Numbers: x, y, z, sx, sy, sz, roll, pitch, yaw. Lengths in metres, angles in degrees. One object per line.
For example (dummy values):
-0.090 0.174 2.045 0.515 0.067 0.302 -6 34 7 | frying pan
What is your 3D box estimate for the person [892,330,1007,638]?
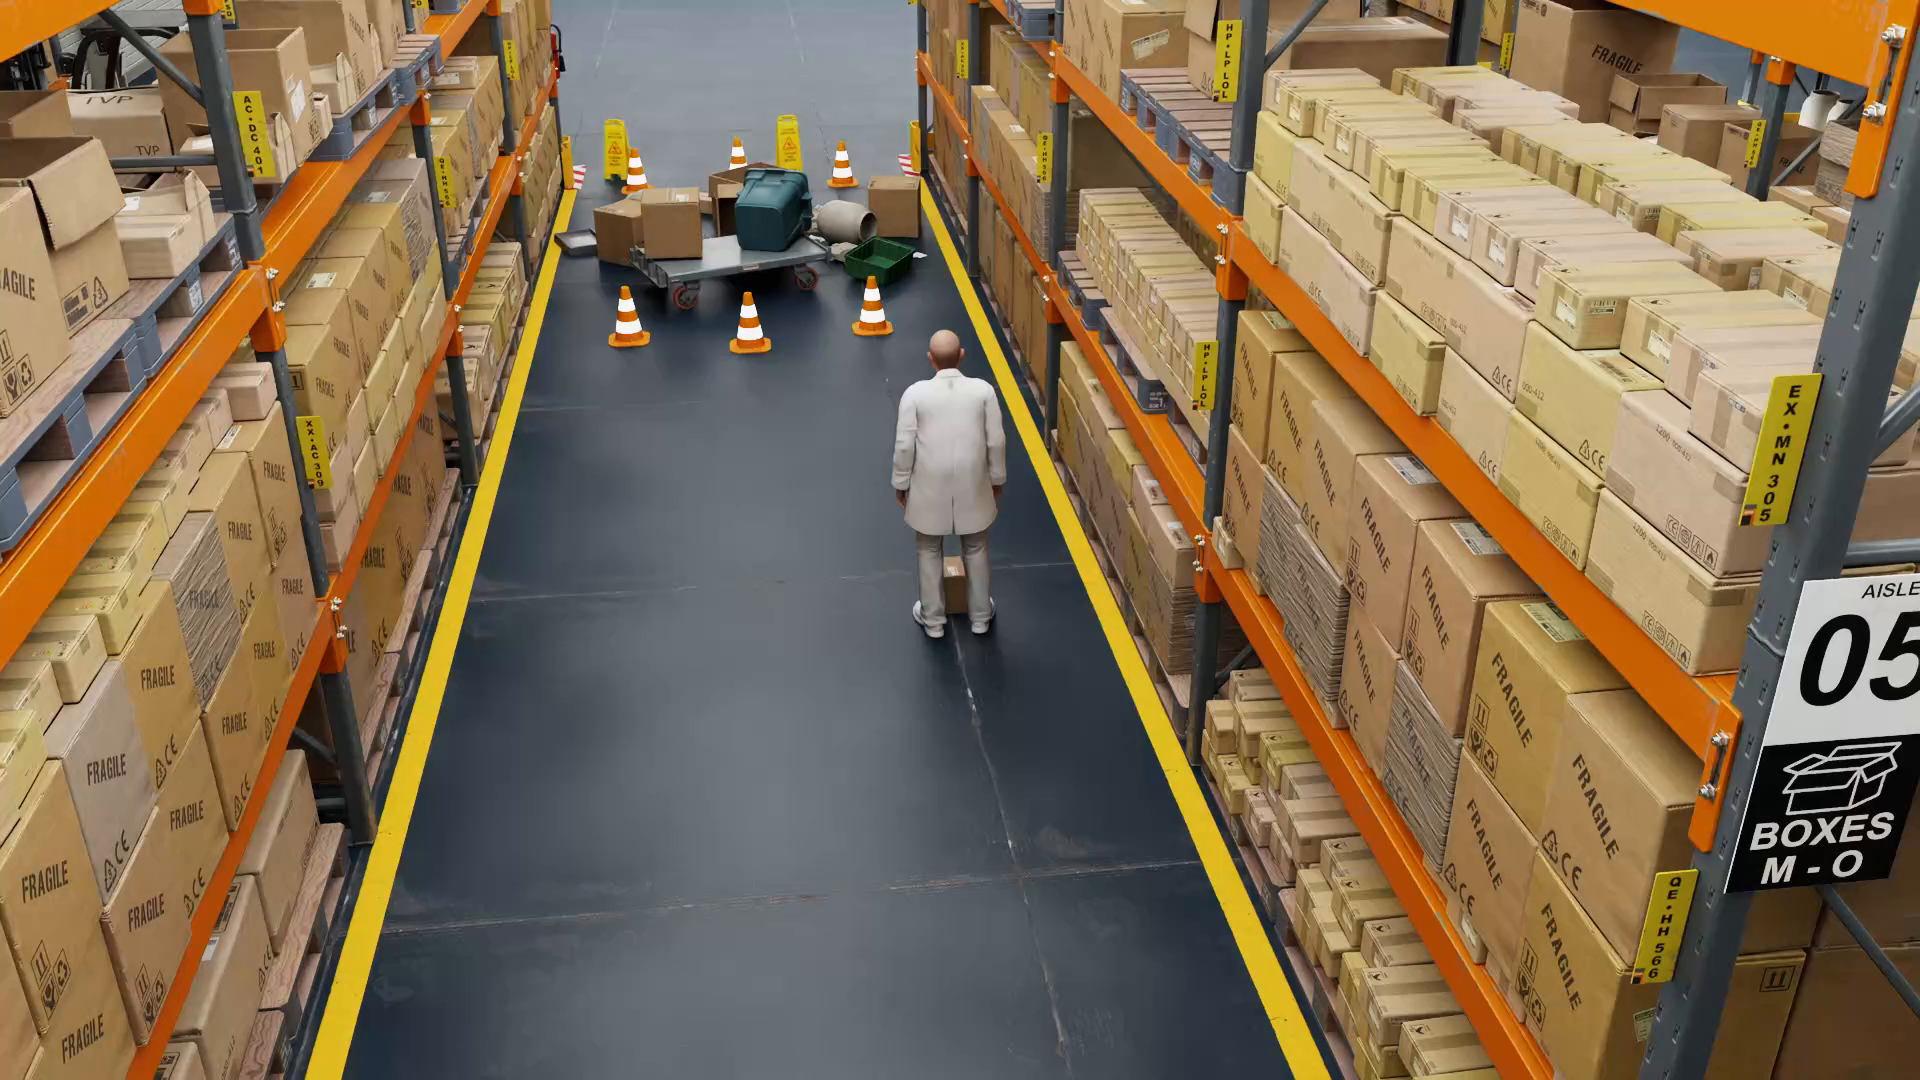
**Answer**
-0.057 -0.305 9.237 0.644 1.774 0.424 -3 27 -6 | person
